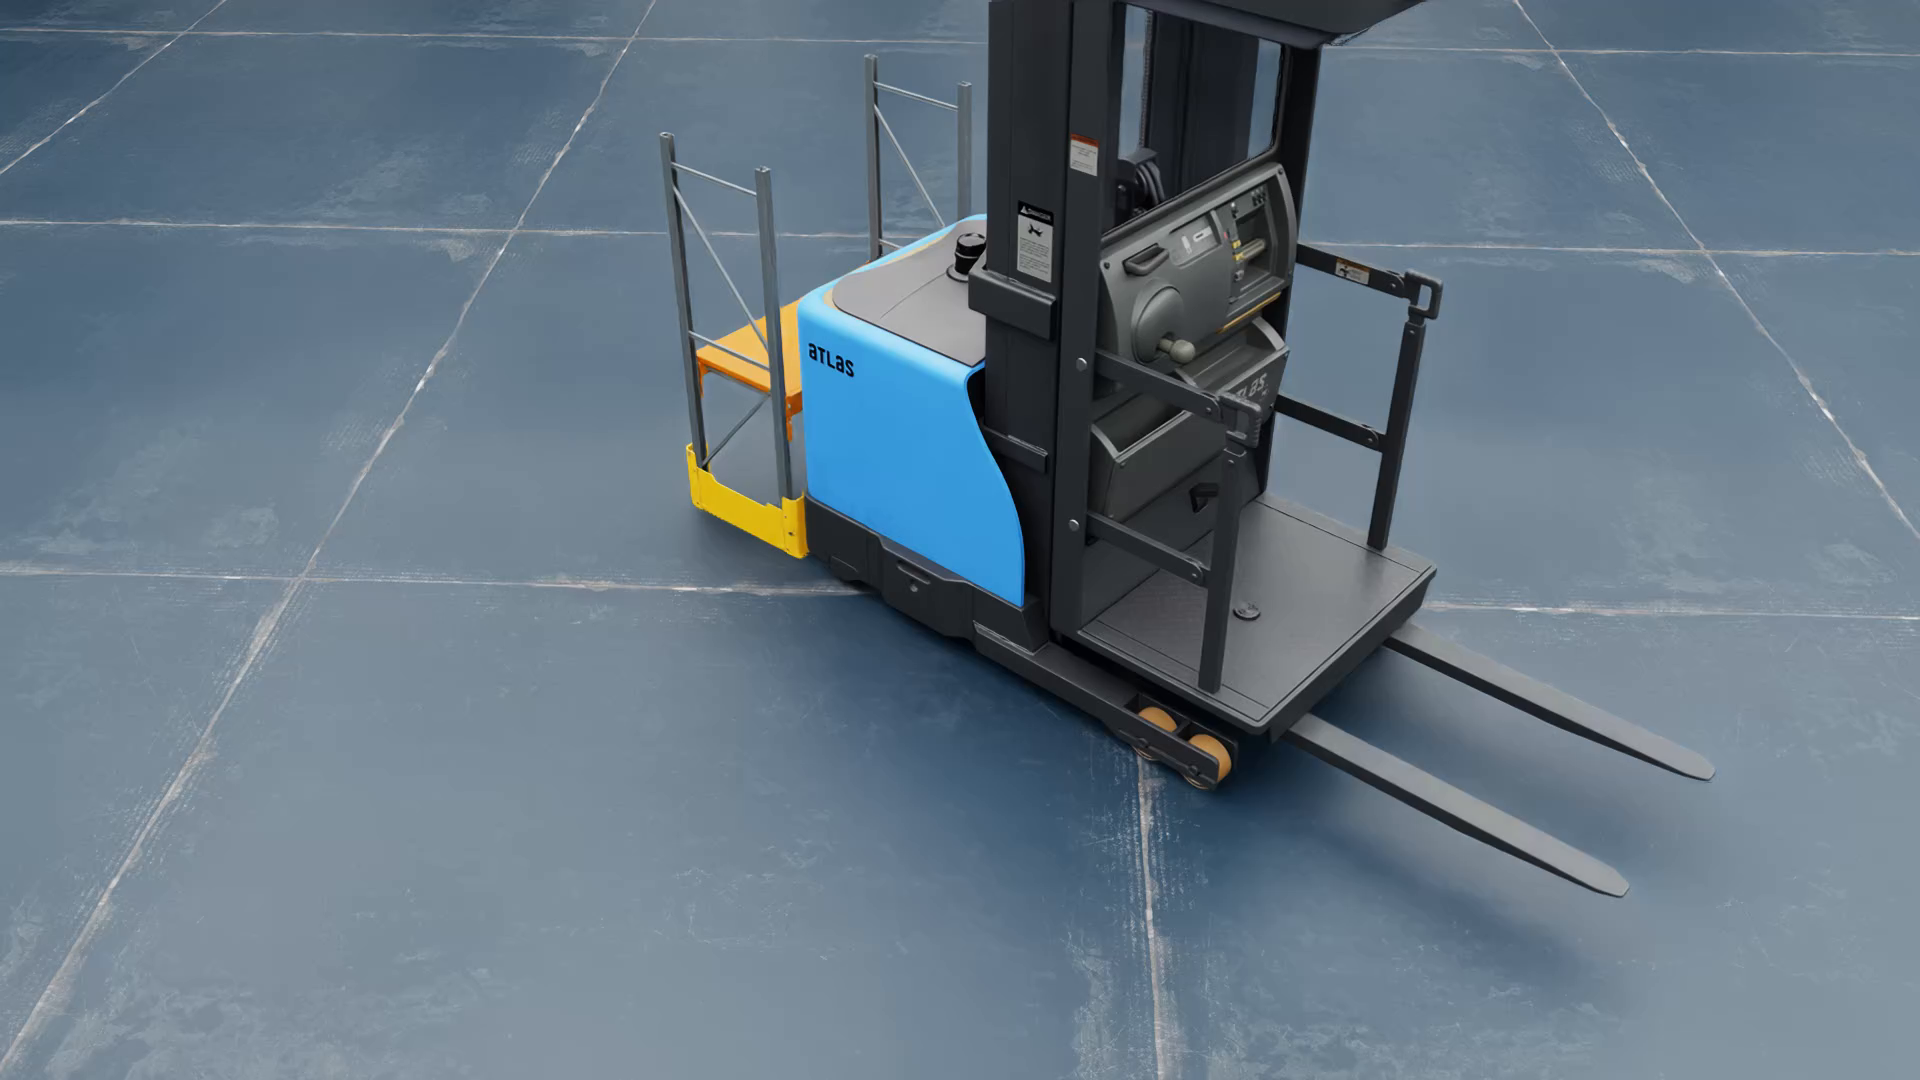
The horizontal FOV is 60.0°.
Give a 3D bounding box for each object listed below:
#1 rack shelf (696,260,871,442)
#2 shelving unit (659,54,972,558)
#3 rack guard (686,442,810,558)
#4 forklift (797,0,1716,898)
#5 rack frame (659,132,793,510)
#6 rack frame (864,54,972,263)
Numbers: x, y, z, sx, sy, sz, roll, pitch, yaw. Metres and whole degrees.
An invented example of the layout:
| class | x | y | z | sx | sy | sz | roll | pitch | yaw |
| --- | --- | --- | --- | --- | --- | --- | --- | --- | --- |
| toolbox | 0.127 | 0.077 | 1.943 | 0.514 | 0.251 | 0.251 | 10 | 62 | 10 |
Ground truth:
| class | x | y | z | sx | sy | sz | roll | pitch | yaw |
| --- | --- | --- | --- | --- | --- | --- | --- | --- | --- |
| rack shelf | -0.484 | -0.739 | 6.310 | 0.538 | 0.185 | 1.000 | 26 | 42 | 32 |
| shelving unit | -0.478 | -0.890 | 6.212 | 0.587 | 1.500 | 1.083 | 26 | 42 | 32 |
| rack guard | -0.797 | -0.159 | 6.258 | 0.587 | 0.250 | 0.087 | 26 | 42 | 32 |
| forklift | 0.875 | -0.773 | 4.800 | 3.031 | 2.935 | 1.130 | 27 | 43 | 33 |
| rack frame | -0.810 | -0.661 | 5.887 | 0.500 | 1.500 | 0.032 | 26 | 42 | 32 |
| rack frame | -0.158 | -1.110 | 6.526 | 0.500 | 1.500 | 0.032 | 26 | 42 | 32 |
